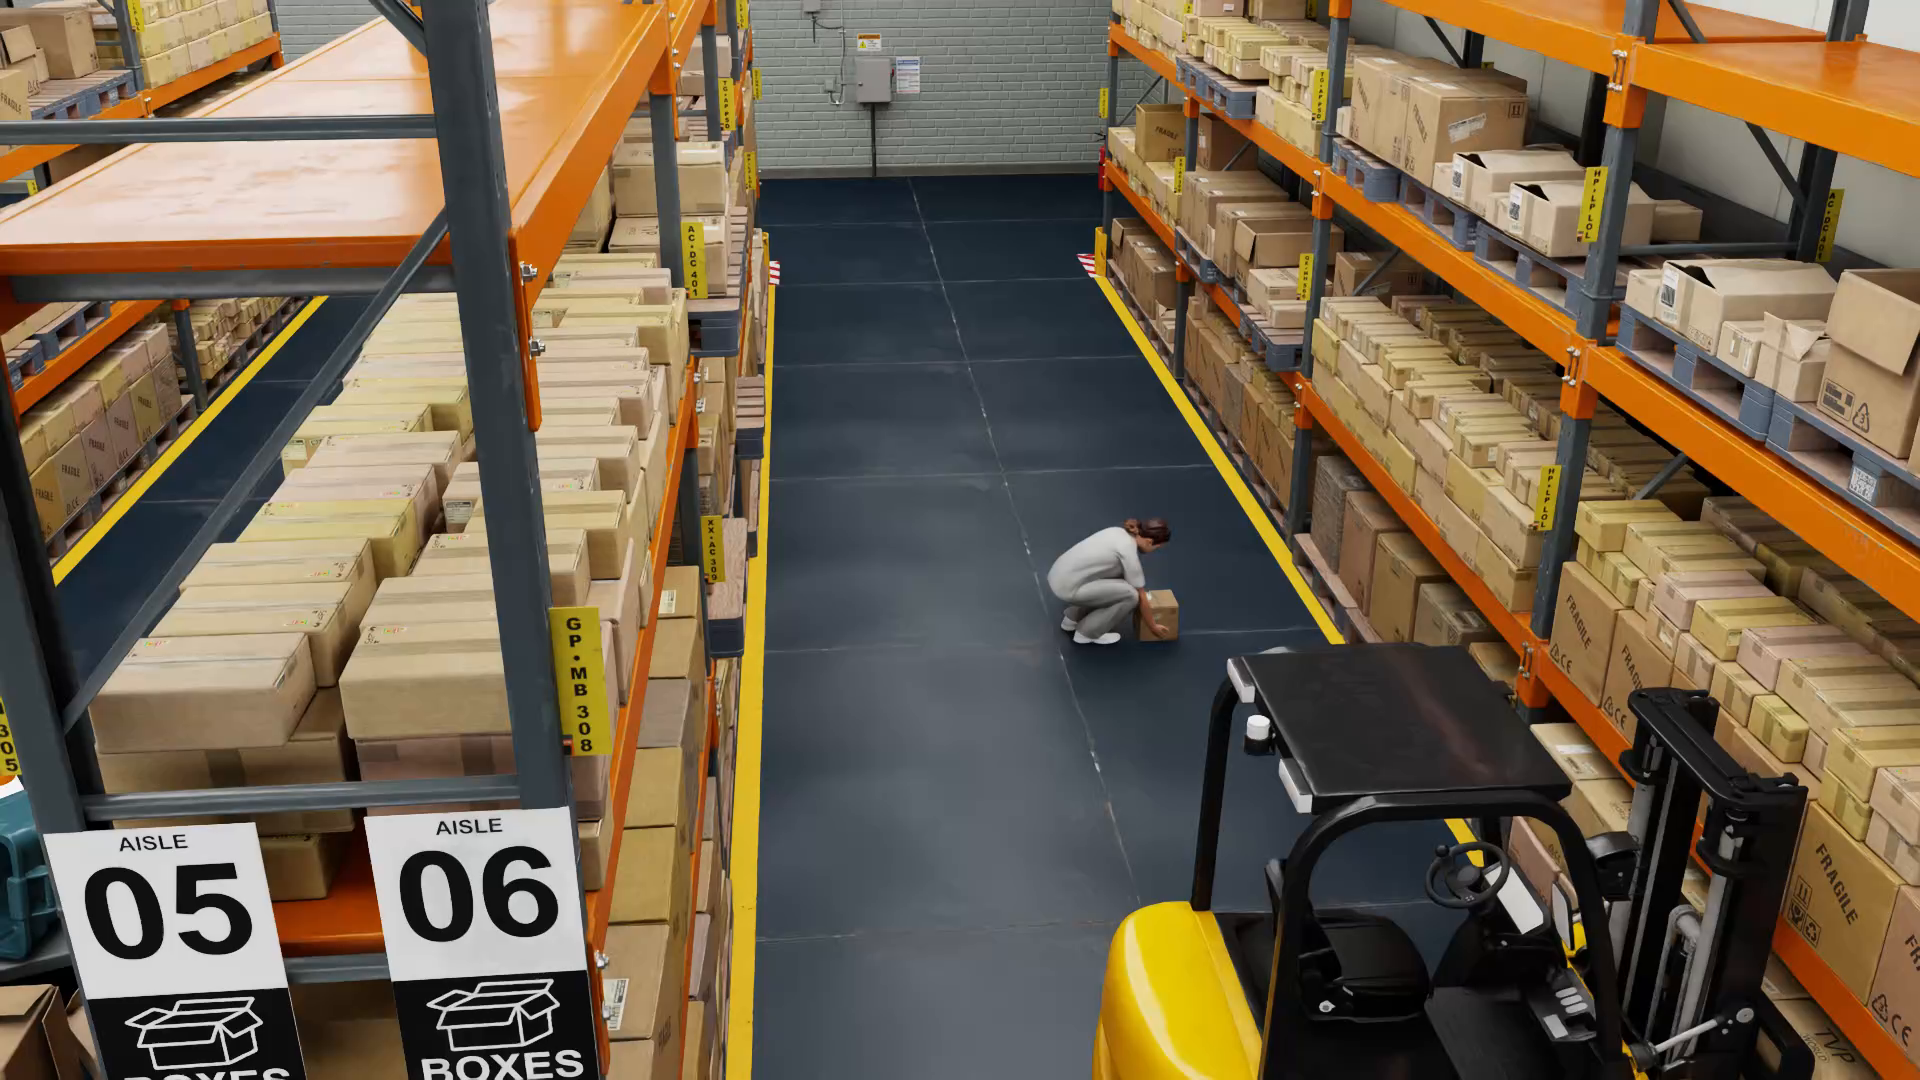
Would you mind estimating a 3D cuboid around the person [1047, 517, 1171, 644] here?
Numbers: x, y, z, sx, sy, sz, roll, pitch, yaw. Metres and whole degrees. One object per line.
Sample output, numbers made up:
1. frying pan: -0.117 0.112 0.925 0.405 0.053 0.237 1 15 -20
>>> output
1. person: 0.970 0.254 10.829 0.803 0.807 0.470 -2 24 -5
